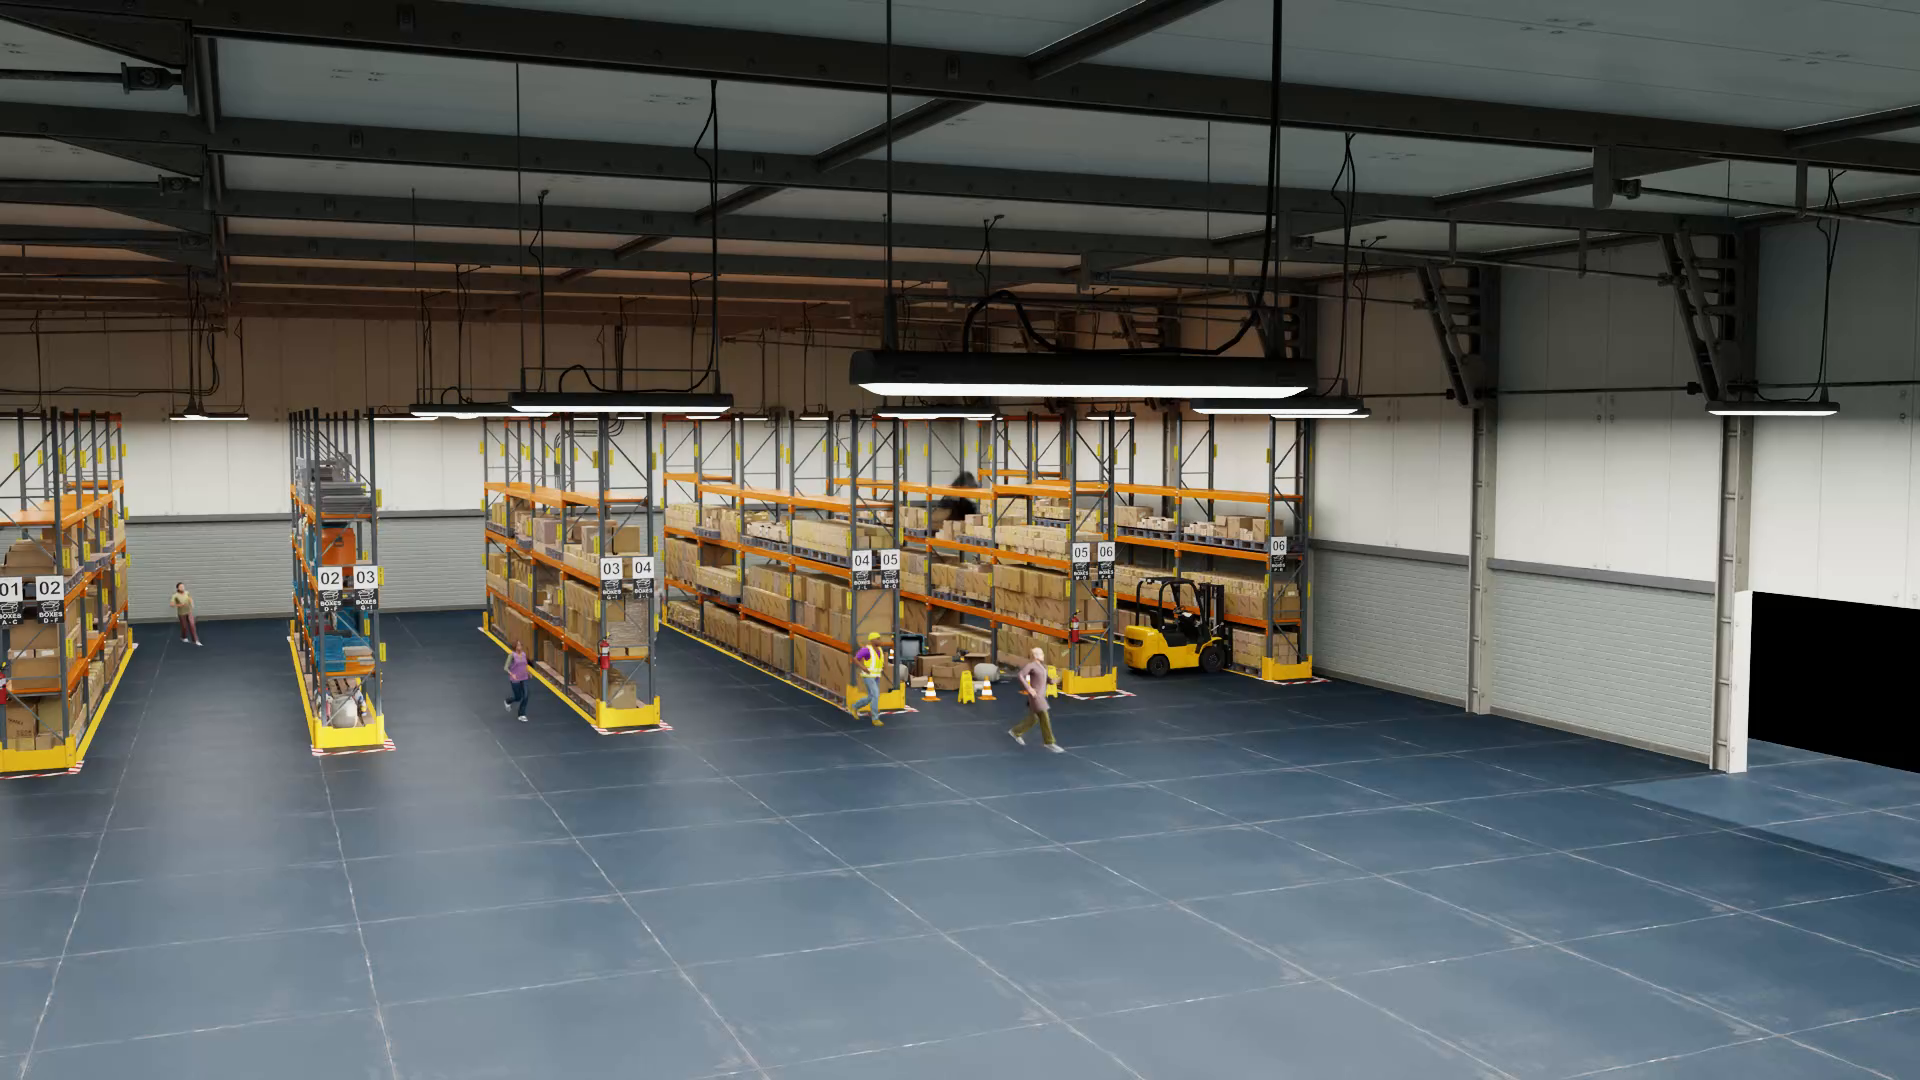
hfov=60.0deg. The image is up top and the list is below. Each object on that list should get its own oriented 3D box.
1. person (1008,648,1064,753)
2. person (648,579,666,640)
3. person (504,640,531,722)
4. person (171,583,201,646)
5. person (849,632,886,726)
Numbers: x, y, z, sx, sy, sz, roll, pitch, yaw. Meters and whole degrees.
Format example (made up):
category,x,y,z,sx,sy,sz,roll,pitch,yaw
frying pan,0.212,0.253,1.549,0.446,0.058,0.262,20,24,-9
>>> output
category,x,y,z,sx,sy,sz,roll,pitch,yaw
person,1.333,2.782,29.093,1.041,1.805,0.703,1,4,17
person,-7.983,1.841,43.602,0.569,1.639,0.642,-2,4,-25
person,-8.527,2.703,32.080,0.601,1.565,0.544,4,5,42
person,-19.998,1.905,42.768,0.940,1.633,0.601,4,5,43
person,-1.700,2.638,31.856,0.881,1.757,0.741,3,5,35
